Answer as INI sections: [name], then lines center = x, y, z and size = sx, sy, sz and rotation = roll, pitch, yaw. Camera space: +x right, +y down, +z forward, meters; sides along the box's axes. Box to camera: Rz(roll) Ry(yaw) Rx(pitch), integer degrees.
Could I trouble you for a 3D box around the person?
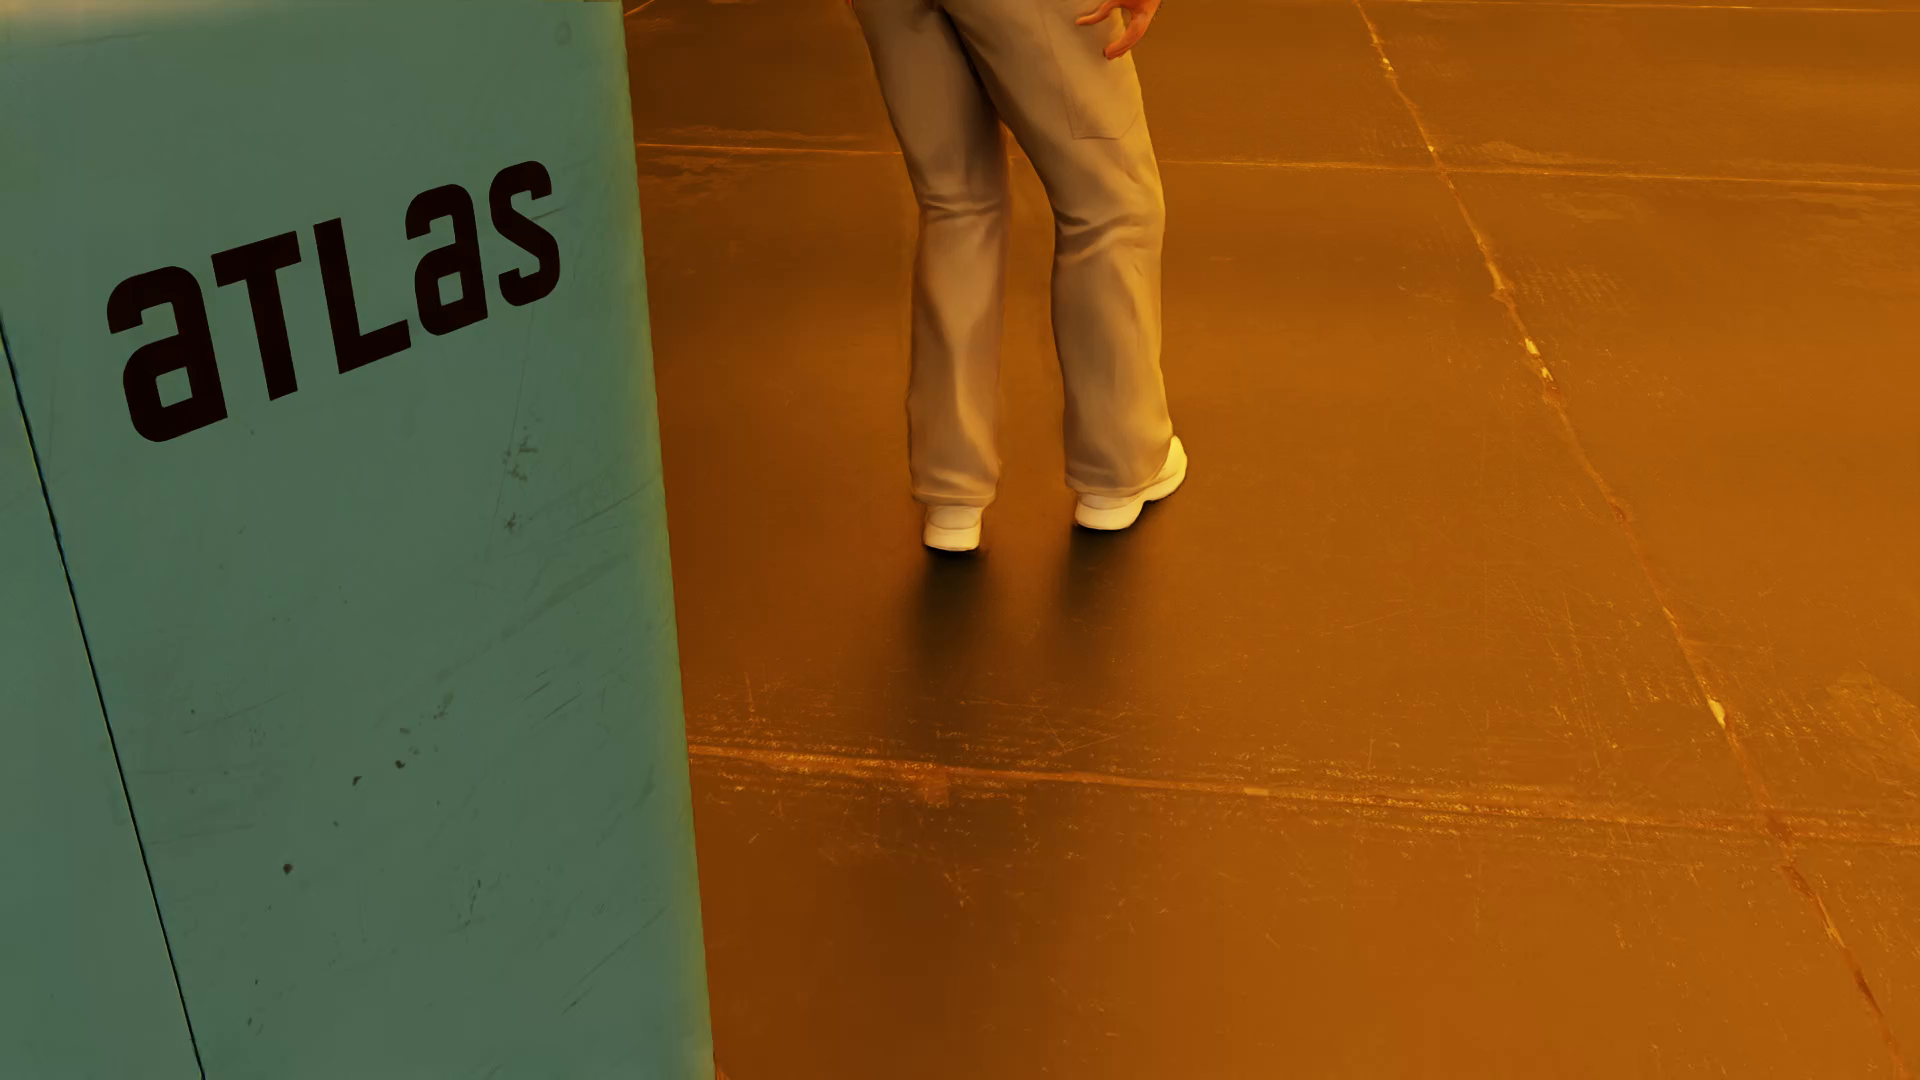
[person]
center = 0.064, -0.792, 2.238
size = 0.549, 1.665, 0.604
rotation = 17, 31, 30
